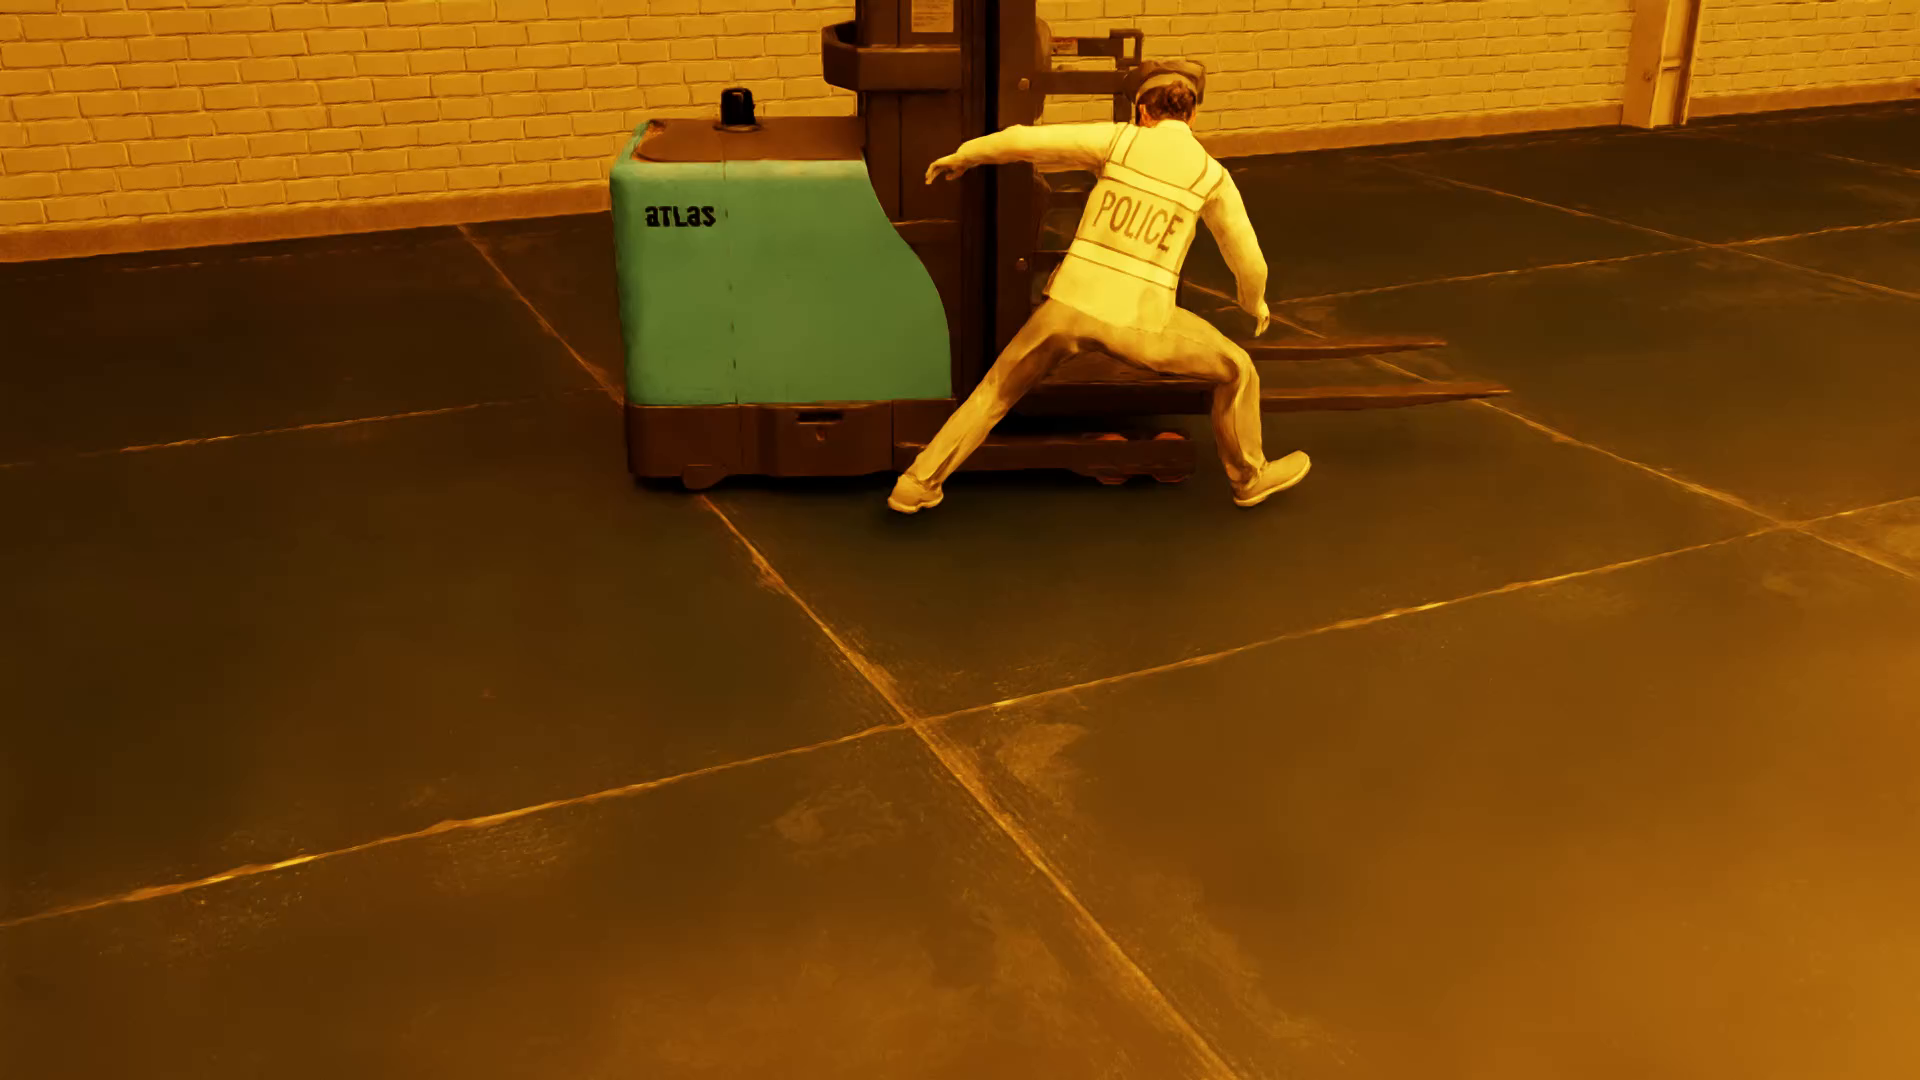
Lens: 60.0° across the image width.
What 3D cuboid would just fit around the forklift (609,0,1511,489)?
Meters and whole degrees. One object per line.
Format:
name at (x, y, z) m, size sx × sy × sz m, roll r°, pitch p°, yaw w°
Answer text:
forklift at (0.376, -1.738, 5.470) m, size 3.031 × 2.935 × 1.130 m, roll -2°, pitch 23°, yaw -5°

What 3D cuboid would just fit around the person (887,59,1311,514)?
person at (0.453, -0.733, 5.028) m, size 1.230 × 1.380 × 0.703 m, roll 7°, pitch 23°, yaw 16°
